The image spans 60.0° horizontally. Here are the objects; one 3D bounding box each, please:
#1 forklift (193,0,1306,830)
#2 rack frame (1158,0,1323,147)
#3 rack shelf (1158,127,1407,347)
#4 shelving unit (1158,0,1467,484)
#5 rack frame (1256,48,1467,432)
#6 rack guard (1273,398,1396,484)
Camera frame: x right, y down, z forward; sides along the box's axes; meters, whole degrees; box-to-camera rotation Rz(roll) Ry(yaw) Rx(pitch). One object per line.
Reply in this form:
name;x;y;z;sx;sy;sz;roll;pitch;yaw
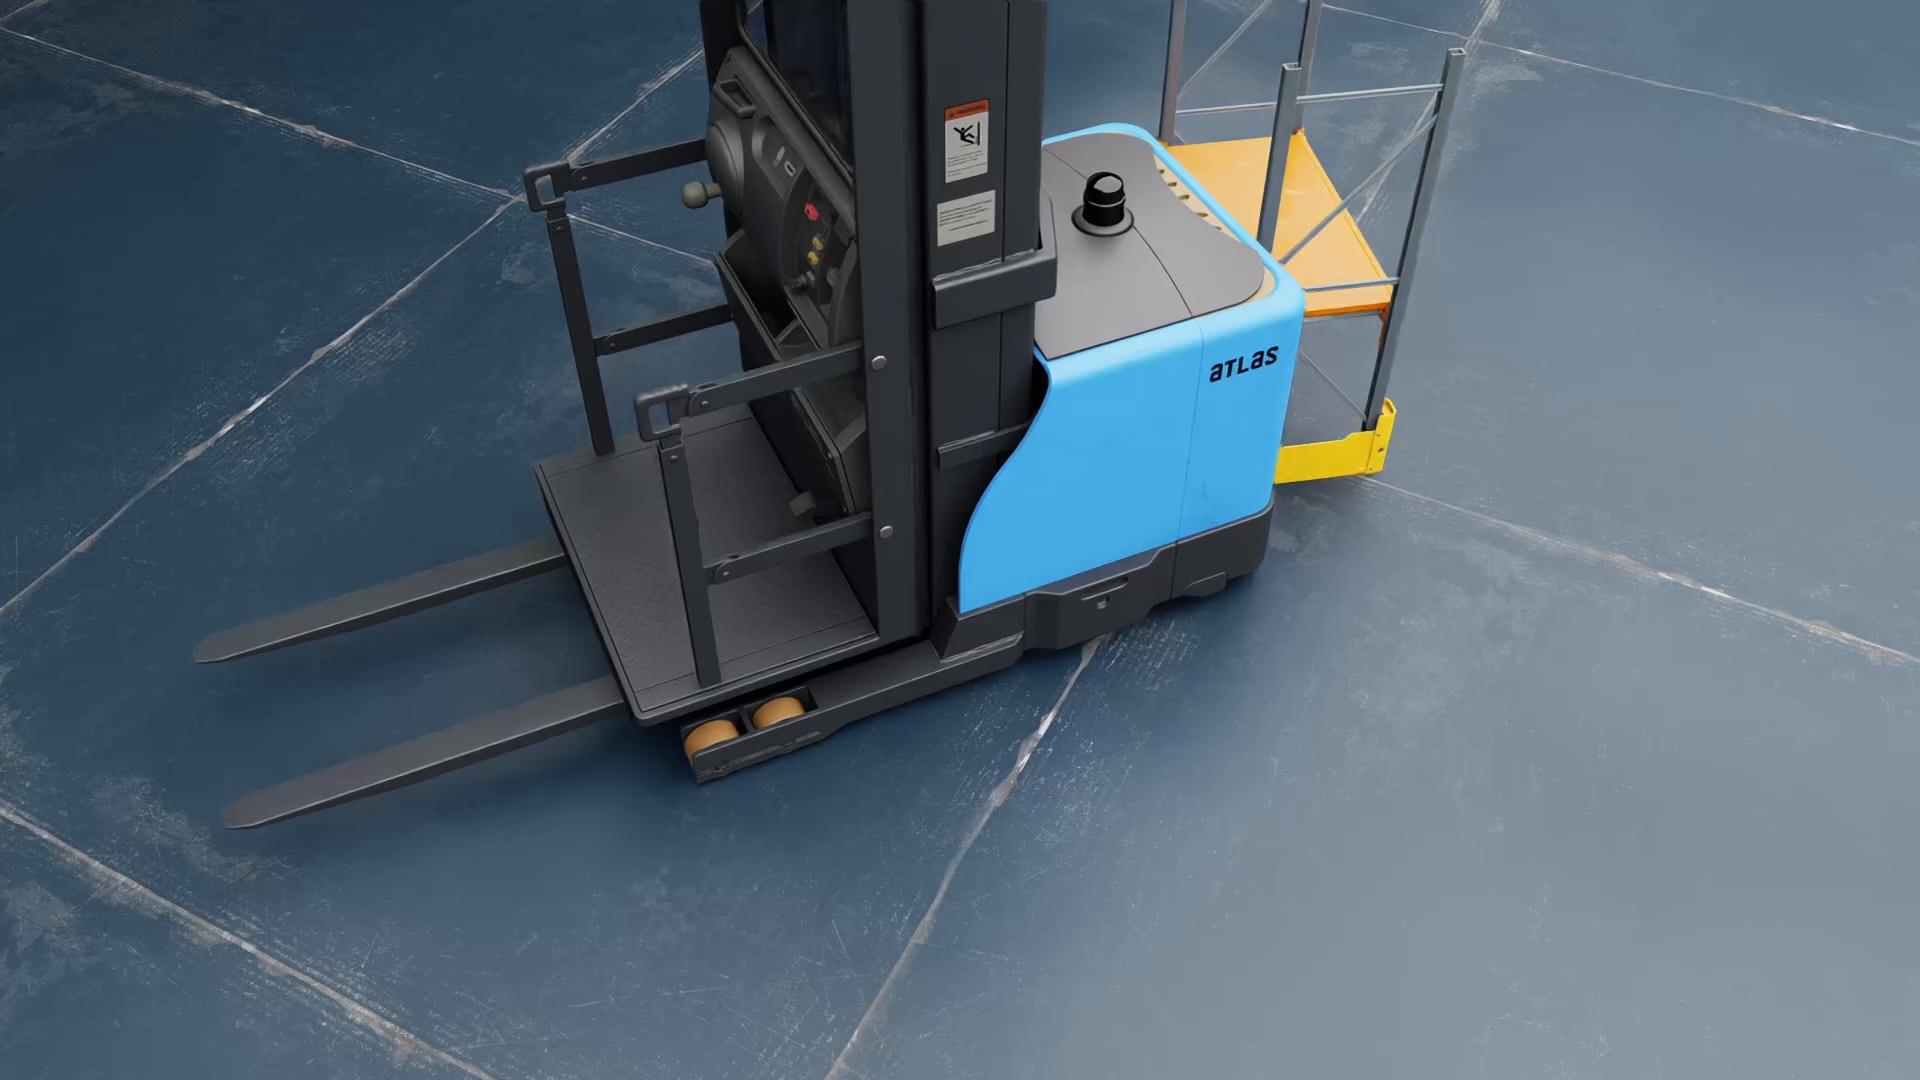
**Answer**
forklift;-0.624;-0.804;3.984;3.031;2.935;1.130;-18;48;-17
rack frame;0.926;-1.459;5.637;0.500;1.500;0.032;-7;46;-7
rack shelf;1.012;-0.976;5.413;0.538;0.185;1.000;-7;46;-7
shelving unit;1.014;-1.096;5.279;0.587;1.500;1.083;-7;46;-7
rack frame;1.099;-0.746;4.933;0.500;1.500;0.032;-7;46;-7
rack guard;1.099;-0.308;5.378;0.587;0.250;0.087;-7;46;-7
